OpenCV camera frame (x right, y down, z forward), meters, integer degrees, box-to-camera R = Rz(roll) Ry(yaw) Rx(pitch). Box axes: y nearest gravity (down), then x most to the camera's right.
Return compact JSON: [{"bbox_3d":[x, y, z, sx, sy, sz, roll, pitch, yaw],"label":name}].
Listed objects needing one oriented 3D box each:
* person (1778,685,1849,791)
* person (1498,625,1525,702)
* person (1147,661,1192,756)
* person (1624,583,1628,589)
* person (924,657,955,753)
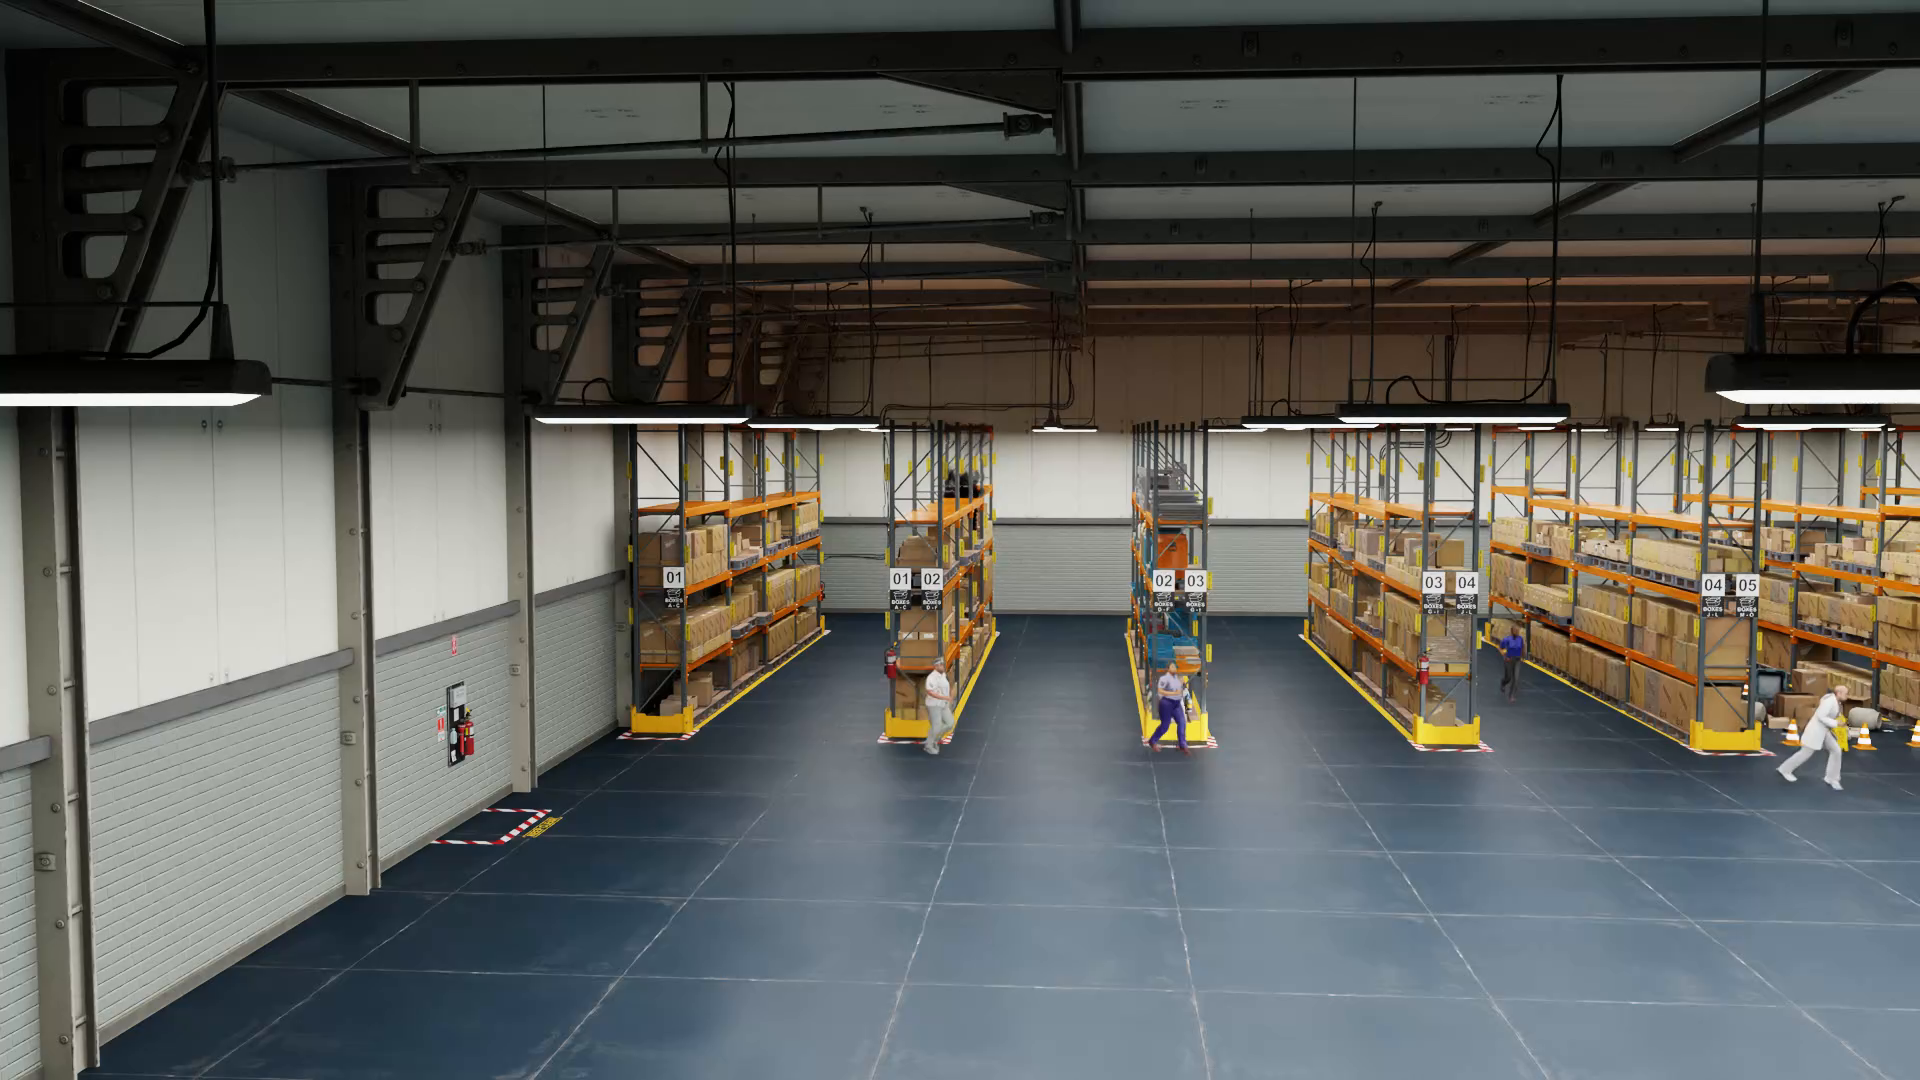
[{"bbox_3d":[13.903,3.192,27.068,1.052,1.745,0.755,3,5,43],"label":"person"},{"bbox_3d":[11.938,2.651,35.956,0.600,1.637,0.761,0,4,-4],"label":"person"},{"bbox_3d":[3.762,3.010,29.772,0.835,1.664,0.615,3,5,43],"label":"person"},{"bbox_3d":[18.901,1.930,47.022,0.586,1.659,0.617,0,4,-3],"label":"person"},{"bbox_3d":[-0.334,2.962,29.869,0.632,1.748,0.697,2,4,33],"label":"person"}]
